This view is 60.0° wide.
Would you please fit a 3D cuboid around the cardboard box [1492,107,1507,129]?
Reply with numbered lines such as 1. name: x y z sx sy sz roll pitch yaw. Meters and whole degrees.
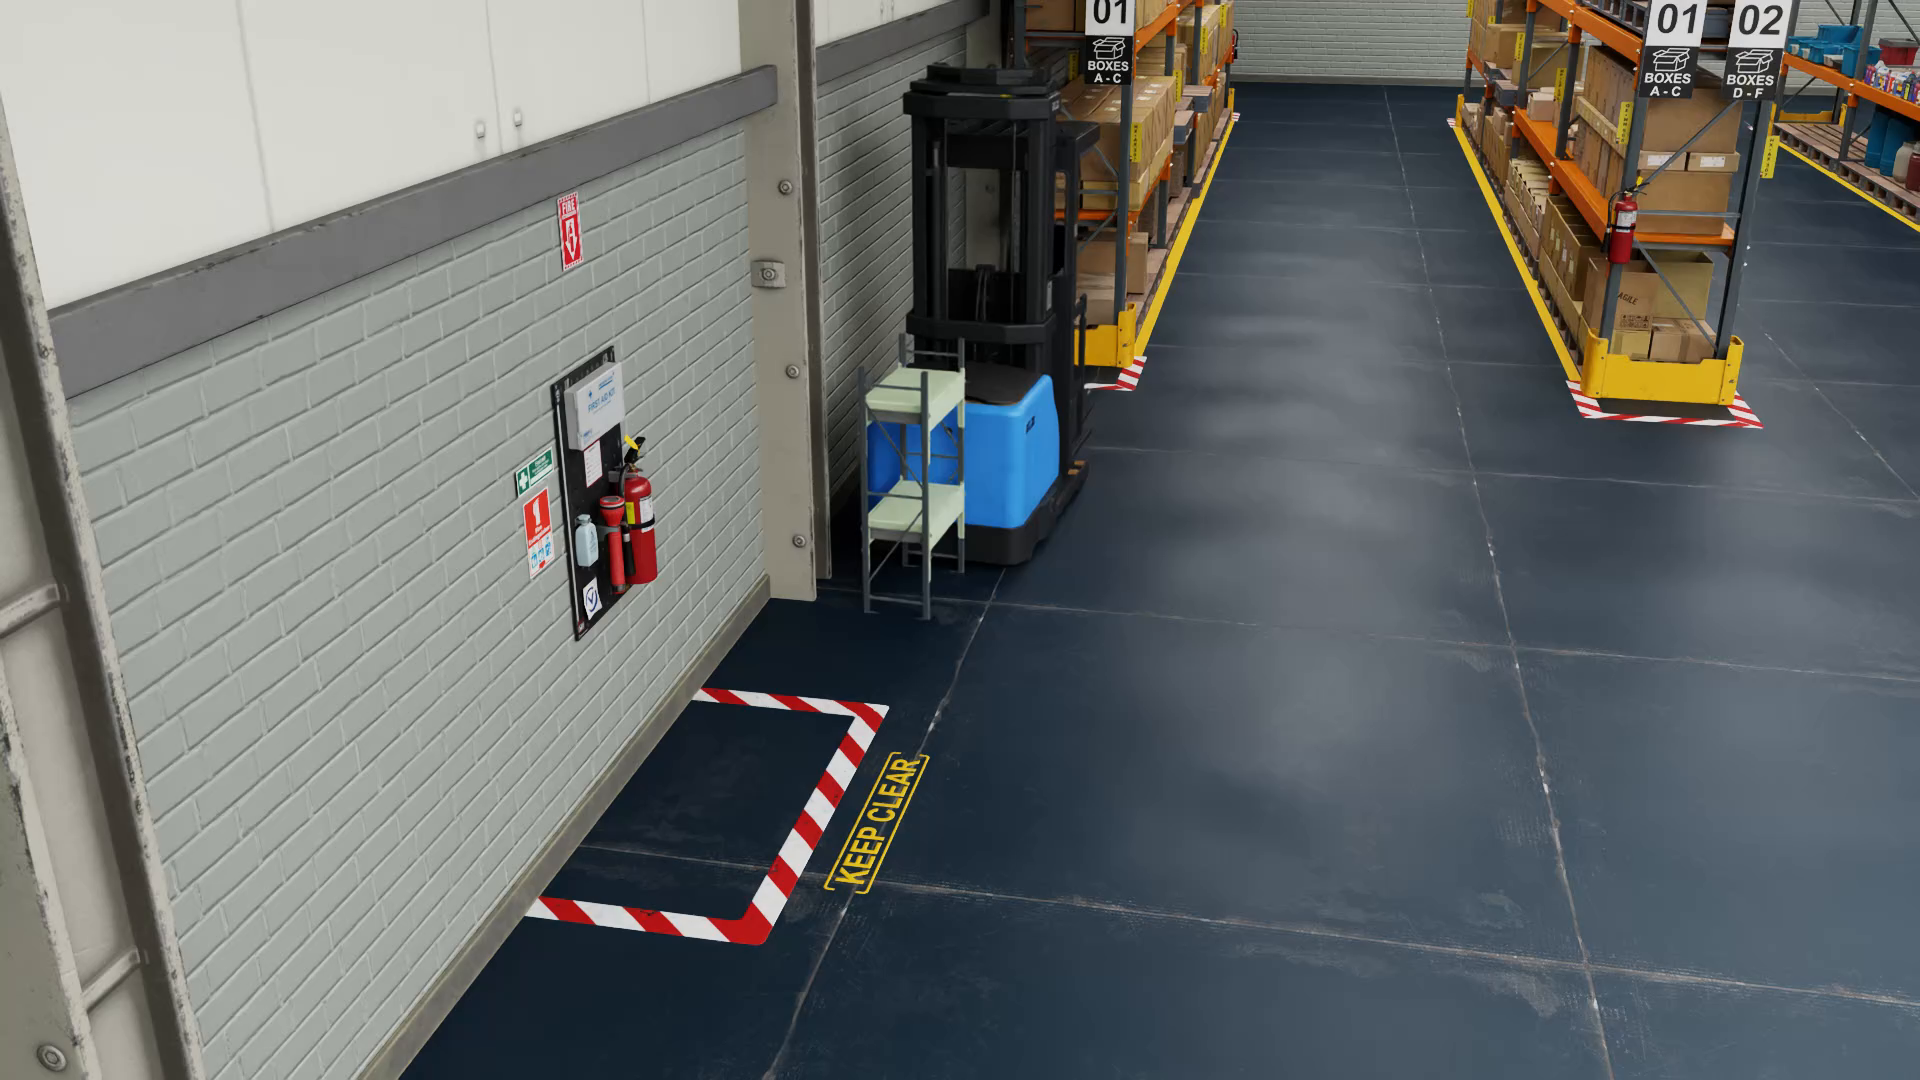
1. cardboard box: 7.702 -5.863 23.149 0.500 0.250 0.500 5 22 11

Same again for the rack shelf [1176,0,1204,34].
1. rack shelf: 2.169 -6.234 19.266 1.077 0.370 4.000 4 22 11

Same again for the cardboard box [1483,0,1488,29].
1. cardboard box: 8.298 -8.081 25.432 0.500 0.500 0.500 5 22 11

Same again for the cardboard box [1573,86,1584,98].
1. cardboard box: 6.994 -4.771 18.550 0.500 0.500 0.500 4 22 11

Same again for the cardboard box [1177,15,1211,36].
1. cardboard box: 3.129 -6.976 22.596 0.500 0.250 0.500 5 22 11

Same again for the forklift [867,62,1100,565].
1. forklift: 0.295 -1.725 11.214 1.130 2.935 3.031 6 23 15

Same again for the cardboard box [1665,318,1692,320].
1. cardboard box: 6.221 -1.888 14.644 0.500 0.250 0.500 4 22 11

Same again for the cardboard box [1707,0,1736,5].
1. cardboard box: 5.917 -4.515 13.146 0.797 0.503 0.637 6 23 15

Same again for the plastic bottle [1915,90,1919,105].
1. plastic bottle: 12.168 -5.616 21.048 0.097 0.201 0.097 0 22 0

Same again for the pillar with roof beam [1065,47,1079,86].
1. pillar with roof beam: 5.680 -7.953 18.556 9.100 9.000 0.400 4 22 11

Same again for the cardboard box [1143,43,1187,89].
1. cardboard box: 2.491 -5.986 20.978 0.700 0.500 0.500 2 22 5

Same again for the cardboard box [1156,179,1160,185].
1. cardboard box: 1.951 -3.953 19.411 0.700 0.500 0.500 4 22 10

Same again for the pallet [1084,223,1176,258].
1. pallet: 1.919 -3.437 19.104 1.003 0.211 1.213 4 22 11

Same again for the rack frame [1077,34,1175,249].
1. rack frame: 1.761 -4.445 17.876 1.000 3.000 0.127 4 22 11

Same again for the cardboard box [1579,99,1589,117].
1. cardboard box: 6.316 -4.241 16.366 0.380 0.149 0.250 5 22 12

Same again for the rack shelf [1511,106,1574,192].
1. rack shelf: 7.019 -4.467 18.892 1.077 0.370 4.000 4 22 11

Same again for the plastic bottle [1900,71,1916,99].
1. plastic bottle: 12.312 -5.900 21.554 0.144 0.351 0.185 4 22 11

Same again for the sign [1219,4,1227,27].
1. sign: 3.927 -7.833 24.845 0.100 0.325 0.005 4 22 11

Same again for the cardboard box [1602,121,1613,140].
1. cardboard box: 6.001 -3.675 14.961 0.380 0.149 0.250 4 22 10

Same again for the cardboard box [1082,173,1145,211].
1. cardboard box: 1.355 -3.076 14.651 0.500 0.250 0.500 4 22 9

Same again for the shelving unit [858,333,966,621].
1. shelving unit: -0.270 -0.379 9.787 0.431 1.500 0.755 6 23 15

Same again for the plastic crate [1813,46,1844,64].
1. plastic crate: 13.206 -7.372 25.287 0.416 0.233 0.300 4 22 11

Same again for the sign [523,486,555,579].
1. sign: -1.739 -0.031 6.868 0.001 0.329 0.234 4 22 11

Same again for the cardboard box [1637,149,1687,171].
1. cardboard box: 5.687 -3.108 13.552 0.380 0.149 0.250 4 22 10

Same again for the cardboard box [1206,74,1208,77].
1. cardboard box: 3.365 -6.748 23.902 0.380 0.149 0.250 4 22 11

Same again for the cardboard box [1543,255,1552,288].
1. cardboard box: 6.113 -2.659 16.560 0.500 0.250 0.500 4 22 11

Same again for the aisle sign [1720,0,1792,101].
1. aisle sign: 6.082 -3.764 12.706 0.394 0.787 0.004 4 22 11

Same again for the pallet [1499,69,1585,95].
1. pallet: 7.820 -6.154 22.376 1.003 0.211 1.213 4 22 11

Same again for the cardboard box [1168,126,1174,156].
1. cardboard box: 1.961 -4.189 17.412 0.500 0.250 0.500 5 22 11

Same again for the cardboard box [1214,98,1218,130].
1. cardboard box: 3.752 -6.855 26.644 0.700 0.500 0.500 4 22 10

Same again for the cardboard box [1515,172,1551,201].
1. cardboard box: 6.828 -4.163 19.543 0.500 0.311 0.500 4 22 9

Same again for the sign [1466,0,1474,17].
1. sign: 8.529 -8.900 27.779 0.100 0.325 0.005 4 22 11

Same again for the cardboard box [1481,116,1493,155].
1. cardboard box: 7.906 -5.881 24.198 0.500 0.500 0.500 3 22 8

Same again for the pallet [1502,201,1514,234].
1. pallet: 7.221 -3.940 20.354 1.003 0.211 1.213 4 22 11

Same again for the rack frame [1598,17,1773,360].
1. rack frame: 5.795 -2.606 13.309 1.000 3.000 0.127 4 22 11

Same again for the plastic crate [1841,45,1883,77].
1. plastic crate: 12.853 -6.833 23.745 0.392 0.384 0.575 4 22 11

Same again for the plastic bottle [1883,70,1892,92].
1. plastic bottle: 12.418 -6.135 22.228 0.061 0.283 0.133 4 22 11

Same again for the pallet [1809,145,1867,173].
1. pallet: 13.204 -5.594 24.461 1.003 0.211 1.213 4 22 11

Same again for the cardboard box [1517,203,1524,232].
1. cardboard box: 6.726 -3.720 19.193 0.500 0.250 0.500 5 22 12

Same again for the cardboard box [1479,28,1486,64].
1. cardboard box: 8.301 -7.620 25.625 0.500 0.500 0.500 5 22 12

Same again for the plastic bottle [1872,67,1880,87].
1. plastic bottle: 12.547 -6.326 22.719 0.097 0.271 0.097 0 22 0

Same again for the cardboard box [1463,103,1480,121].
1. cardboard box: 8.569 -7.026 27.376 0.500 0.250 0.500 4 22 11

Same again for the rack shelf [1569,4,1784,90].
1. rack shelf: 6.203 -4.395 14.699 1.077 0.370 4.000 4 22 11

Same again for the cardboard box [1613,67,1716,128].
1. cardboard box: 6.118 -3.820 14.454 0.700 0.500 0.500 5 22 11

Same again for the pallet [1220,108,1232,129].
1. pallet: 4.123 -7.242 28.553 1.003 0.211 1.213 4 22 11

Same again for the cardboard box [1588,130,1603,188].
1. cardboard box: 6.319 -3.576 15.583 0.700 0.500 0.500 5 22 12

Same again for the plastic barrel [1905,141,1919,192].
1. plastic barrel: 12.589 -4.822 21.478 0.600 0.588 0.708 4 22 11

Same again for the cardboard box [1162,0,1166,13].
1. cardboard box: 1.708 -5.299 15.820 0.500 0.500 0.500 4 22 9

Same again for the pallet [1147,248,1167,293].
1. pallet: 1.659 -2.903 17.780 1.003 0.211 1.213 4 22 11

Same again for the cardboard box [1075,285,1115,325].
1. cardboard box: 1.174 -2.185 15.275 0.500 0.311 0.500 2 22 5

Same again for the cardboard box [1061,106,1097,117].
1. cardboard box: 0.945 -3.642 15.051 0.500 0.500 0.500 5 22 12

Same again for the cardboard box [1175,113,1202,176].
1. cardboard box: 2.856 -5.365 22.474 0.750 0.750 0.750 4 22 10

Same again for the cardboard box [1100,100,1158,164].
1. cardboard box: 1.559 -3.790 15.419 0.500 0.500 0.500 4 22 9

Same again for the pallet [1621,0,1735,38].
1. pallet: 5.965 -4.213 13.402 1.003 0.211 1.213 4 22 11

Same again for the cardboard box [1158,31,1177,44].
1. cardboard box: 2.536 -6.331 20.967 0.380 0.149 0.250 2 22 4

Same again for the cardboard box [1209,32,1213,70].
1. cardboard box: 3.244 -6.823 23.221 0.500 0.500 0.500 5 22 12

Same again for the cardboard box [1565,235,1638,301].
1. cardboard box: 5.803 -2.459 15.058 0.500 0.500 0.500 4 22 11
